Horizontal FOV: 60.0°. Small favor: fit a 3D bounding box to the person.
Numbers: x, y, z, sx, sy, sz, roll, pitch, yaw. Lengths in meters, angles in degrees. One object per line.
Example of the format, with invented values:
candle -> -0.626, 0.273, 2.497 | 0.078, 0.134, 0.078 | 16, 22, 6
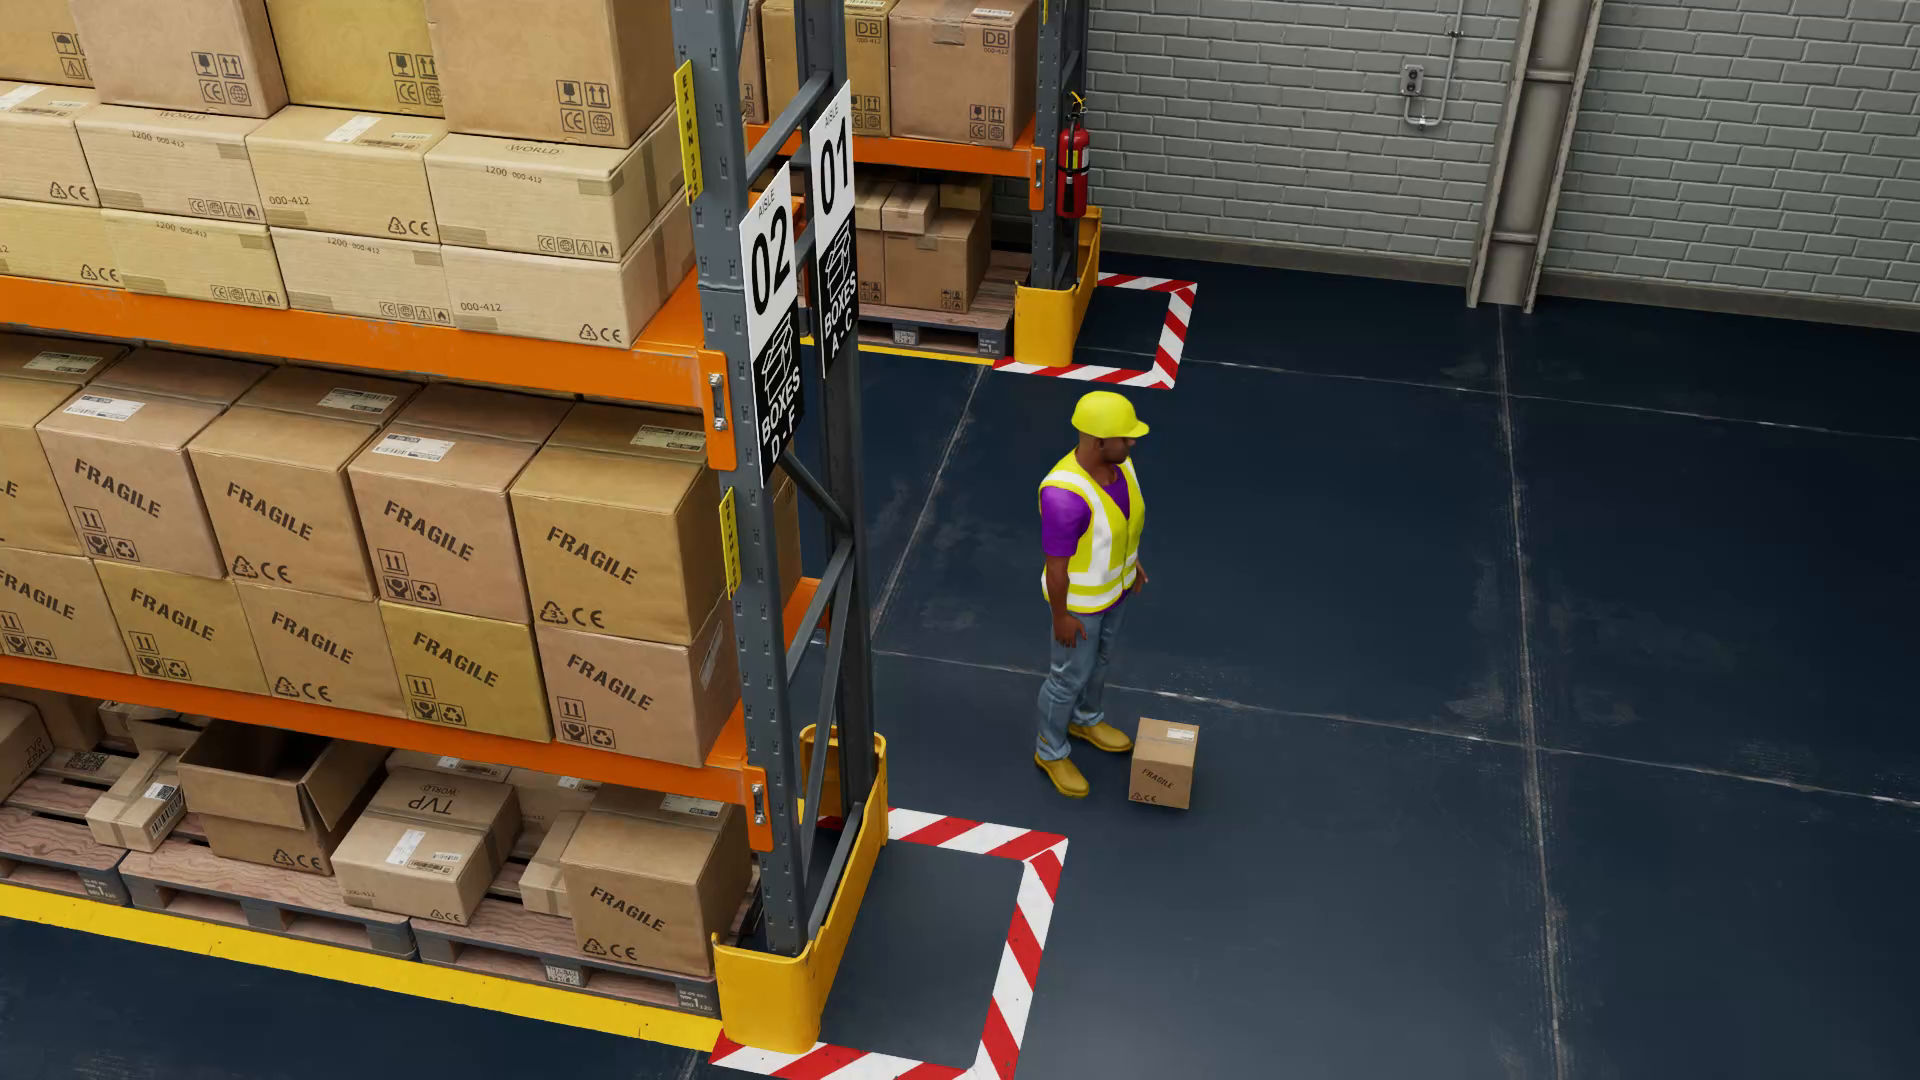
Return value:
person -> 0.539, 0.192, 6.689 | 0.365, 1.778, 0.583 | 22, 42, 27
